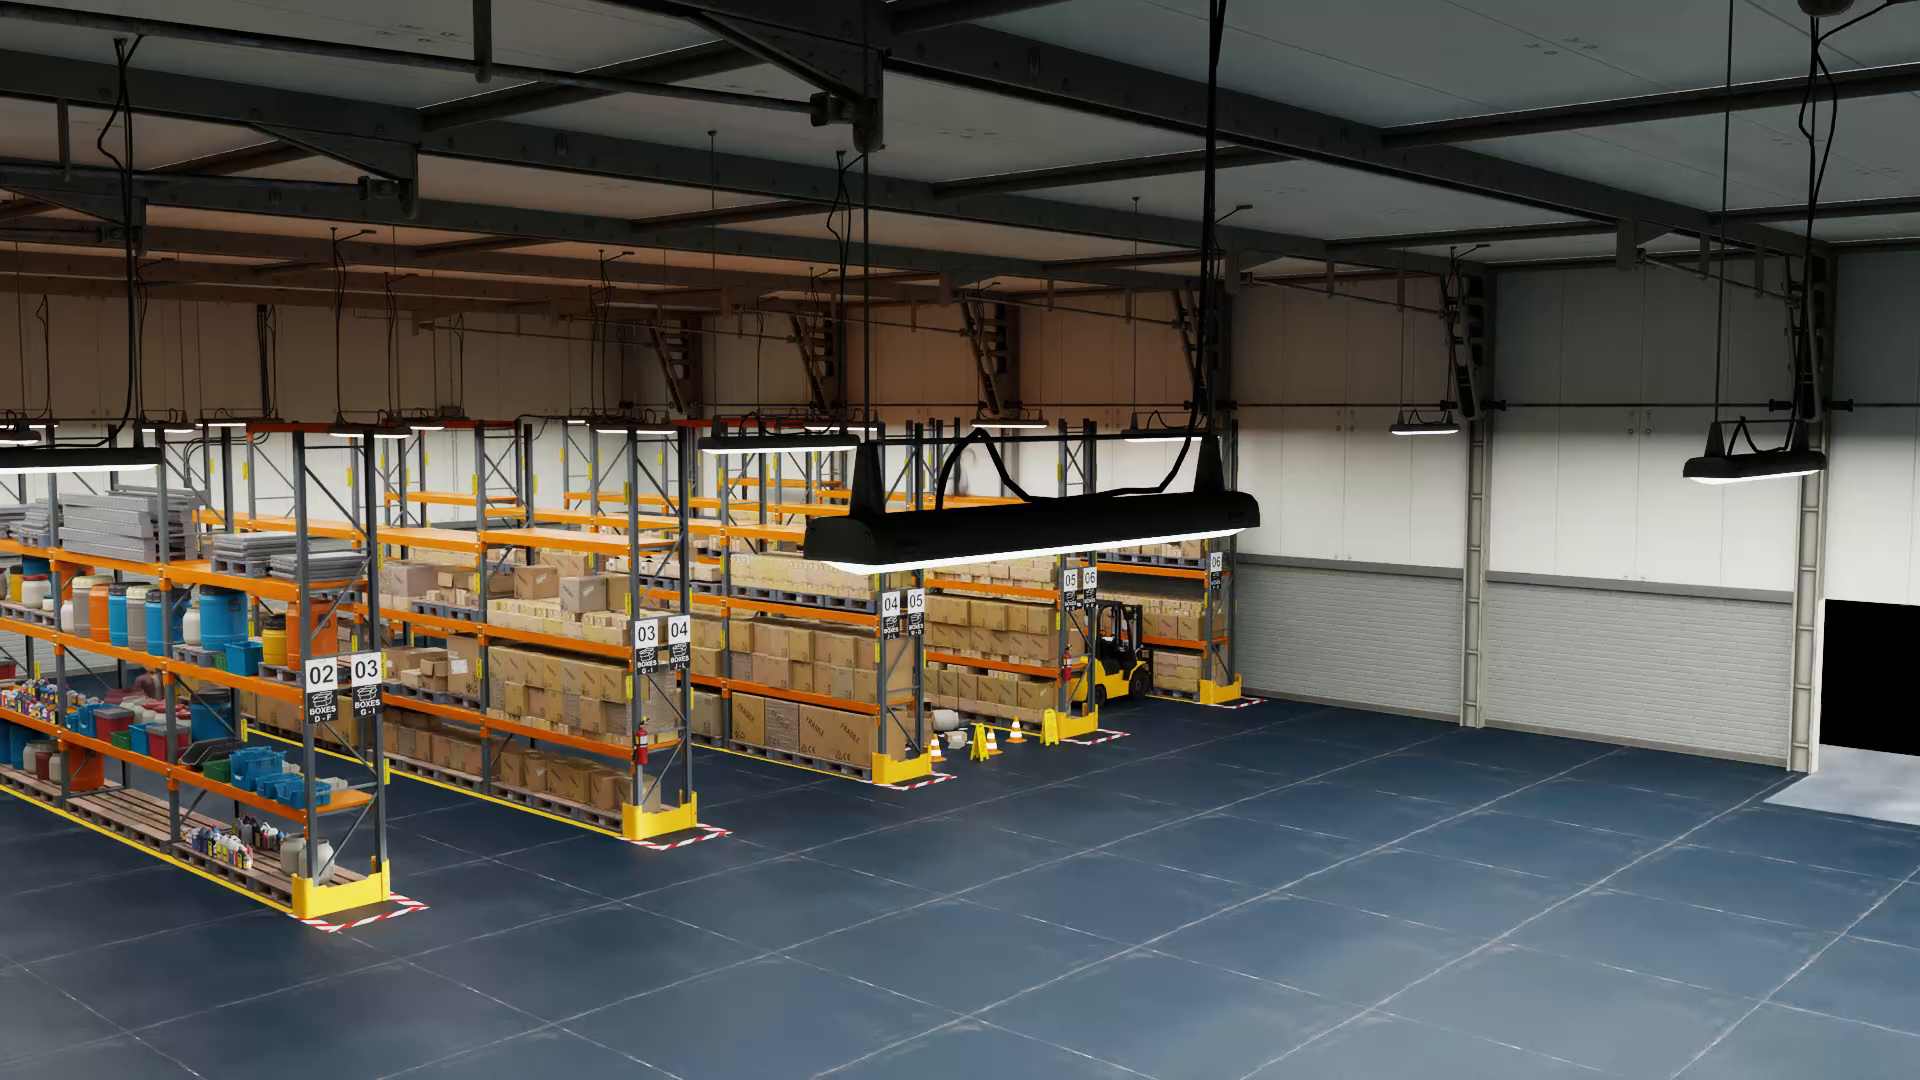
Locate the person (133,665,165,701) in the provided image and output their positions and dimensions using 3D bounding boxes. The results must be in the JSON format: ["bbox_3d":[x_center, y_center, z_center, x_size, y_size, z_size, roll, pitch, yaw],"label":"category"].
[{"bbox_3d":[-14.506,3.028,29.852,0.918,1.751,0.711,3,5,29],"label":"person"}]
